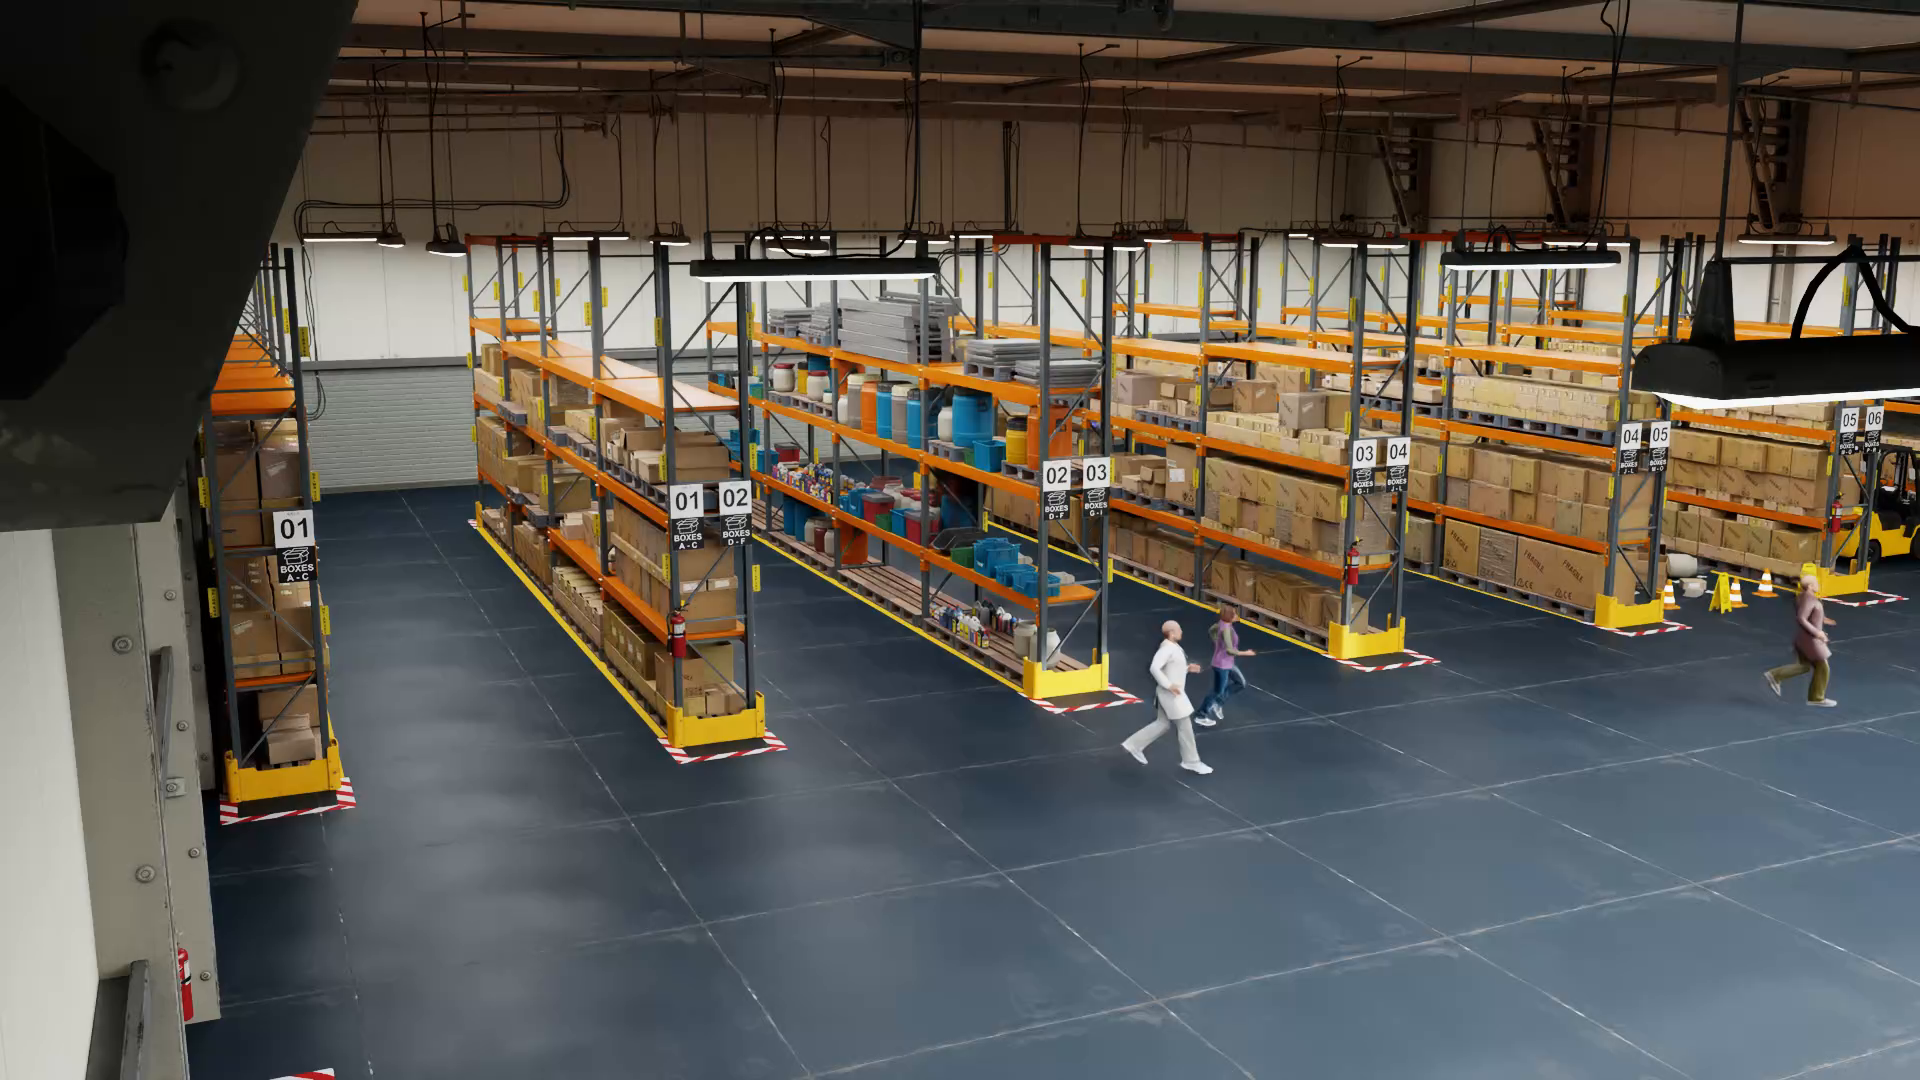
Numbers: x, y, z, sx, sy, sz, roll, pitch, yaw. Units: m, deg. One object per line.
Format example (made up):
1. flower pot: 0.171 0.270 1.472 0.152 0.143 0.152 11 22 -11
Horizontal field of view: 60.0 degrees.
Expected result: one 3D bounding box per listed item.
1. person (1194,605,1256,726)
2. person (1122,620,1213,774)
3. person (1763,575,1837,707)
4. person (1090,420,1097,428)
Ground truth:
1. person: 3.336 1.567 20.893 0.743 1.554 0.565 2 11 10
2. person: 2.399 1.803 19.122 1.049 1.796 0.707 0 11 -1
3. person: 11.068 1.313 21.774 0.897 1.745 0.720 3 11 14
4. person: 3.160 -2.464 41.684 0.526 1.604 0.703 -1 11 -6
